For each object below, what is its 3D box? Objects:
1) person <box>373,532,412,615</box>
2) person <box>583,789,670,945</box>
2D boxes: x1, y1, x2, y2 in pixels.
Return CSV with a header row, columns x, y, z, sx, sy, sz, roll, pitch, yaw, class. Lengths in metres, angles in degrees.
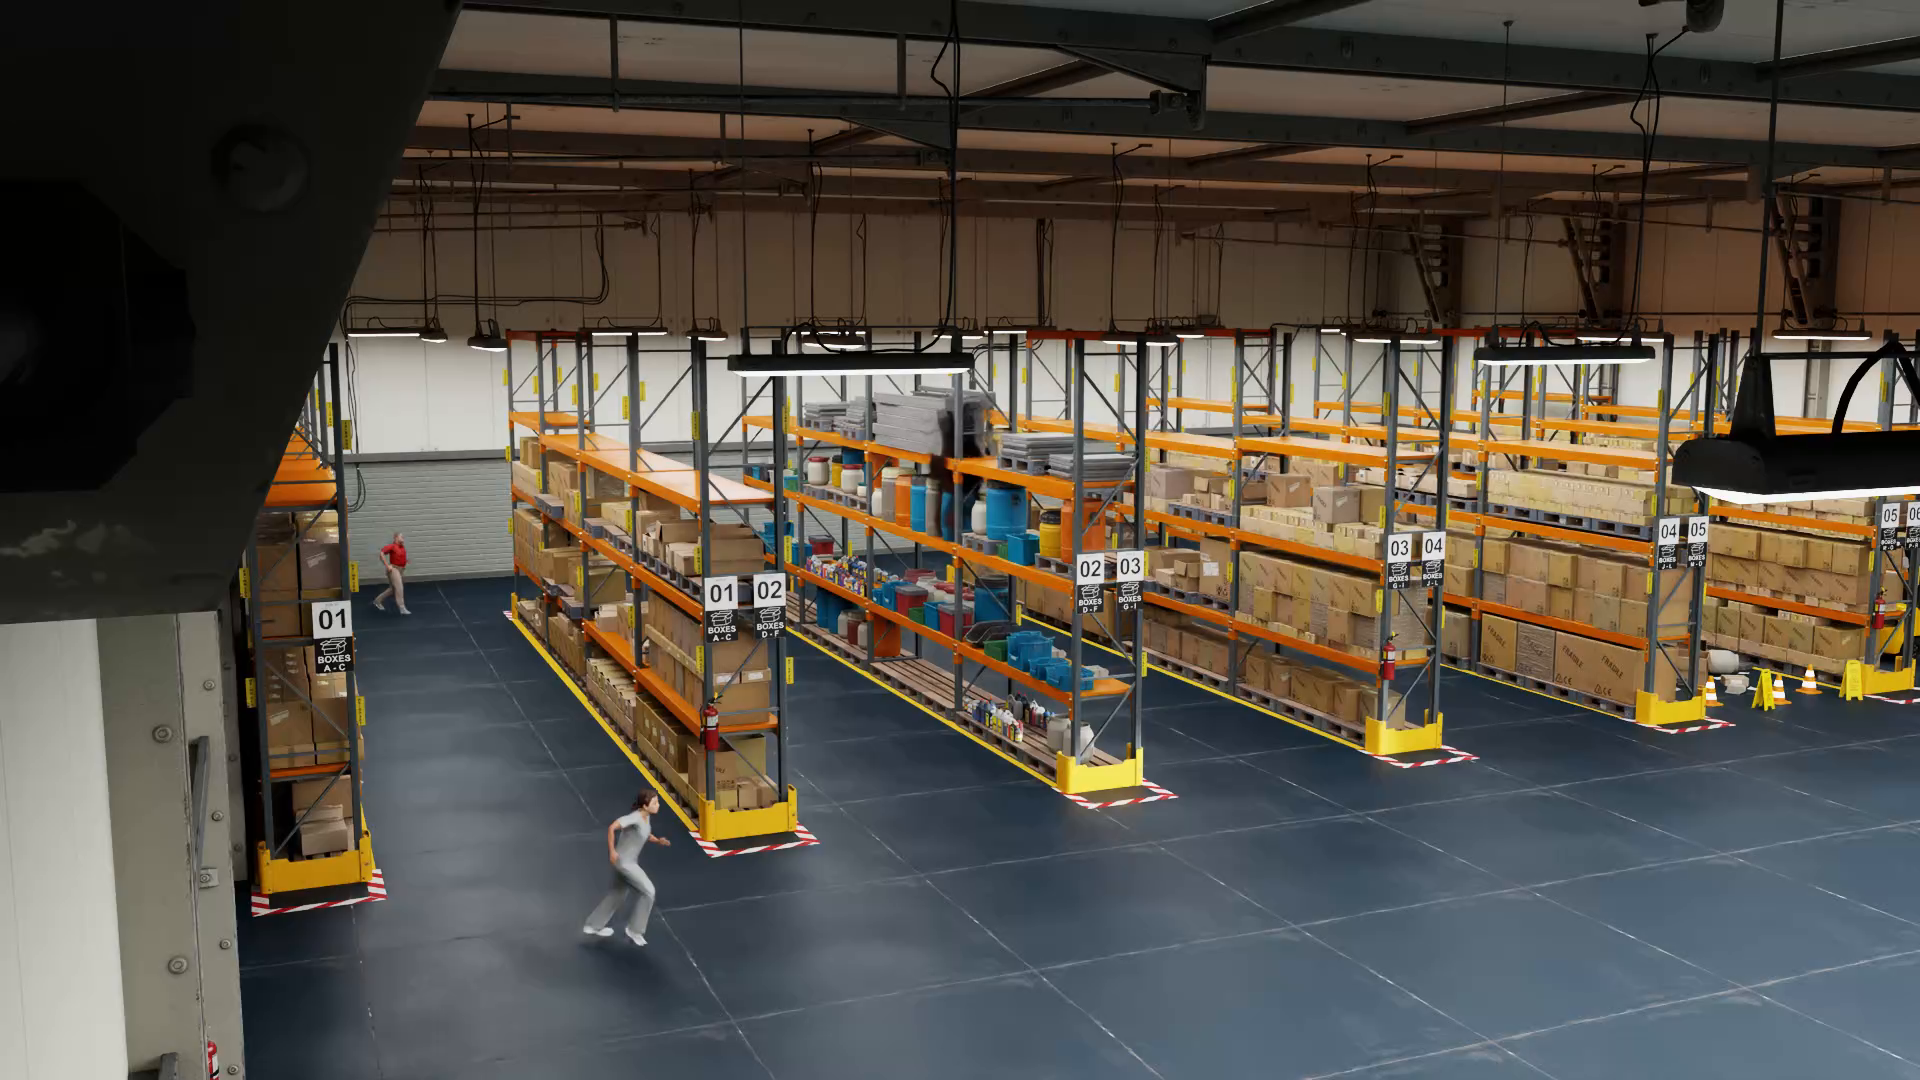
x,y,z,sx,sy,sz,roll,pitch,yaw,class
-11.976,0.685,35.256,0.932,1.679,0.742,1,8,6,person
-3.337,3.314,16.712,0.853,1.663,0.594,1,8,4,person
